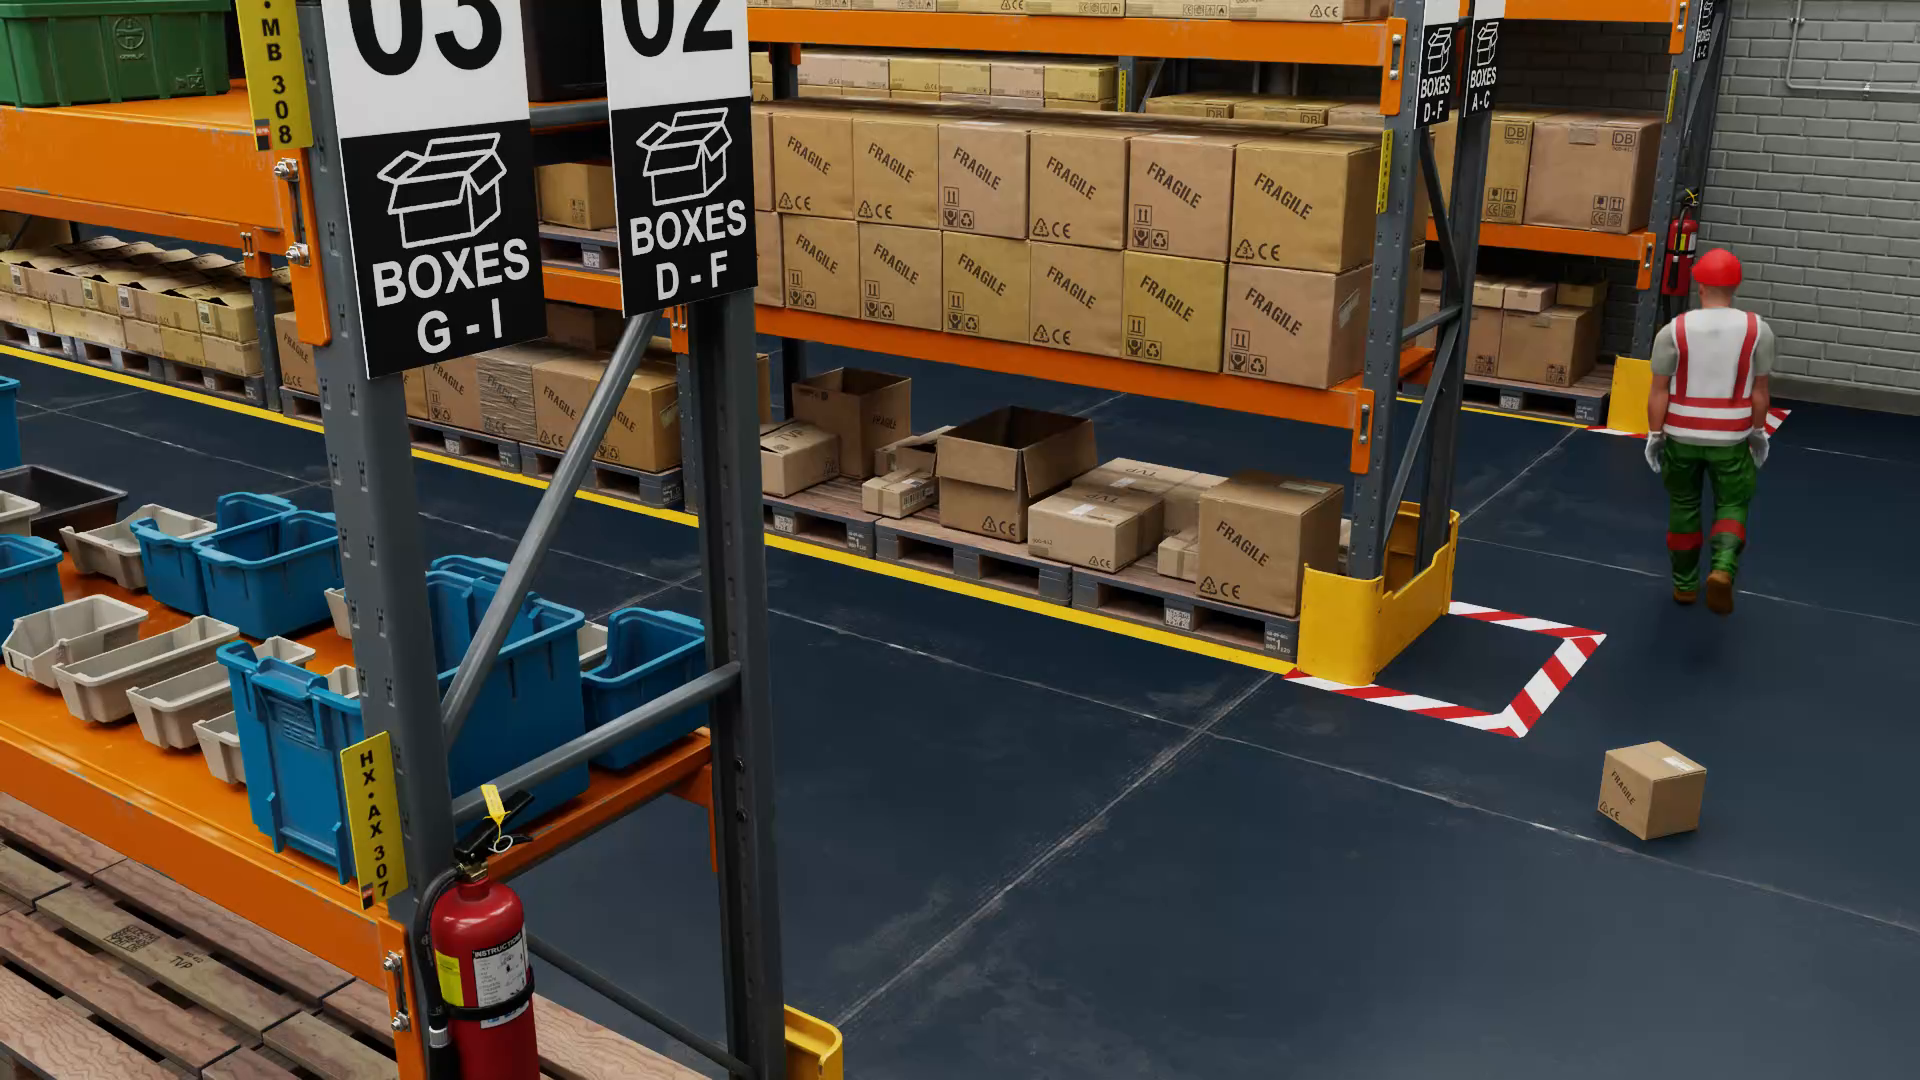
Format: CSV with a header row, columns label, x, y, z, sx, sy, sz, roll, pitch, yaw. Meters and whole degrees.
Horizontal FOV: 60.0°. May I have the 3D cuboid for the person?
label,x,y,z,sx,sy,sz,roll,pitch,yaw
person,3.542,-0.497,7.902,0.569,1.762,0.764,9,21,23
